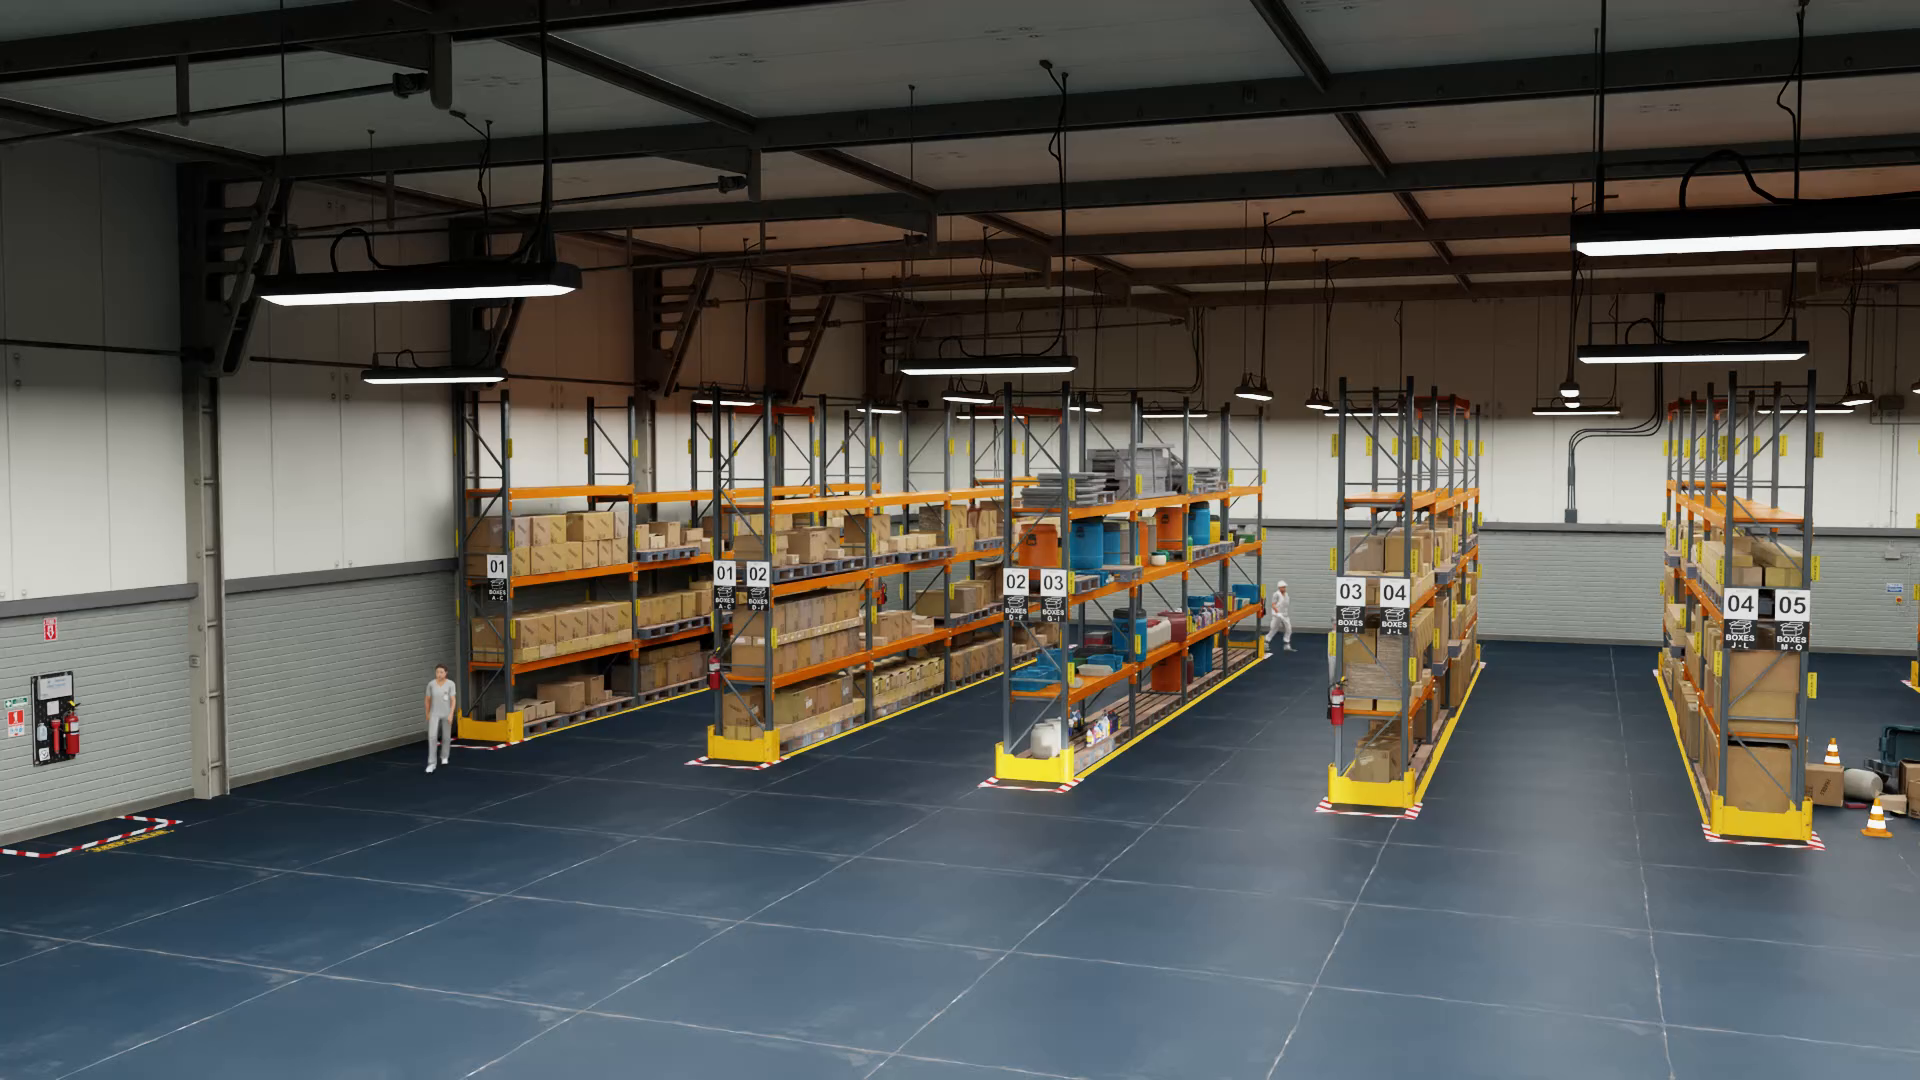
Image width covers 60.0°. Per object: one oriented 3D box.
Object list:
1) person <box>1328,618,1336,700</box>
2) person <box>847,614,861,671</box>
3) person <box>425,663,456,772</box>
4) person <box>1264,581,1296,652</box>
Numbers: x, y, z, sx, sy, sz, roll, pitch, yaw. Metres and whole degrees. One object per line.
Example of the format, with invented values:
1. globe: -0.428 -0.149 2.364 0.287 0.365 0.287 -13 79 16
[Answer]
1. person: 7.602 2.348 33.247 0.508 1.636 0.942 2 4 29
2. person: -2.367 2.160 35.886 0.542 1.690 1.028 0 3 7
3. person: -8.104 2.735 25.921 0.487 1.621 0.928 -1 3 -19
4. person: 7.838 1.871 40.820 0.585 1.767 0.735 -2 4 -36
